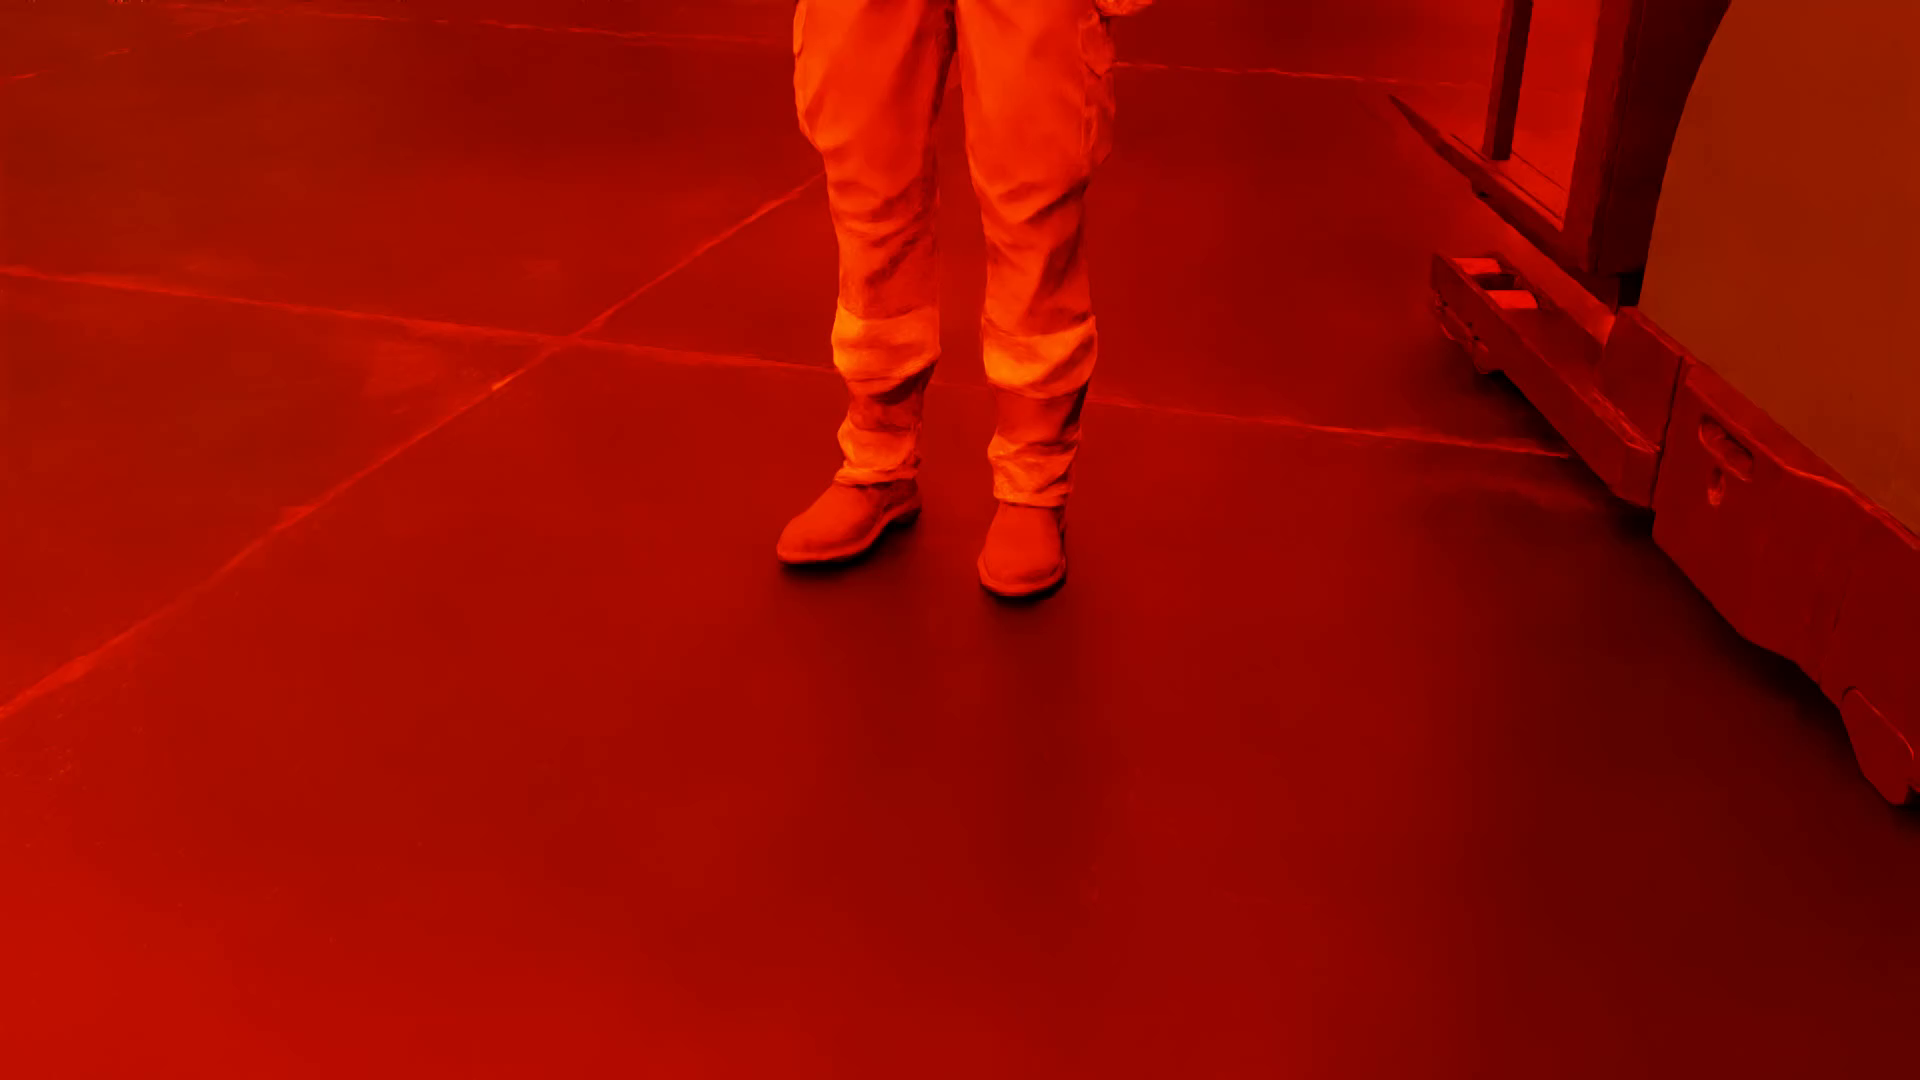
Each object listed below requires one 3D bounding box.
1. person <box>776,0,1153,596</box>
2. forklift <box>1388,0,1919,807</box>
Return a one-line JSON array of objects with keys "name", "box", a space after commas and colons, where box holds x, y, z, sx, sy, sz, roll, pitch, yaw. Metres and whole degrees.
[{"name": "person", "box": [-0.005, -0.789, 2.075, 0.540, 1.795, 0.349, 8, 28, 16]}, {"name": "forklift", "box": [1.507, -1.590, 2.390, 1.130, 2.935, 3.031, -1, 27, -2]}]
